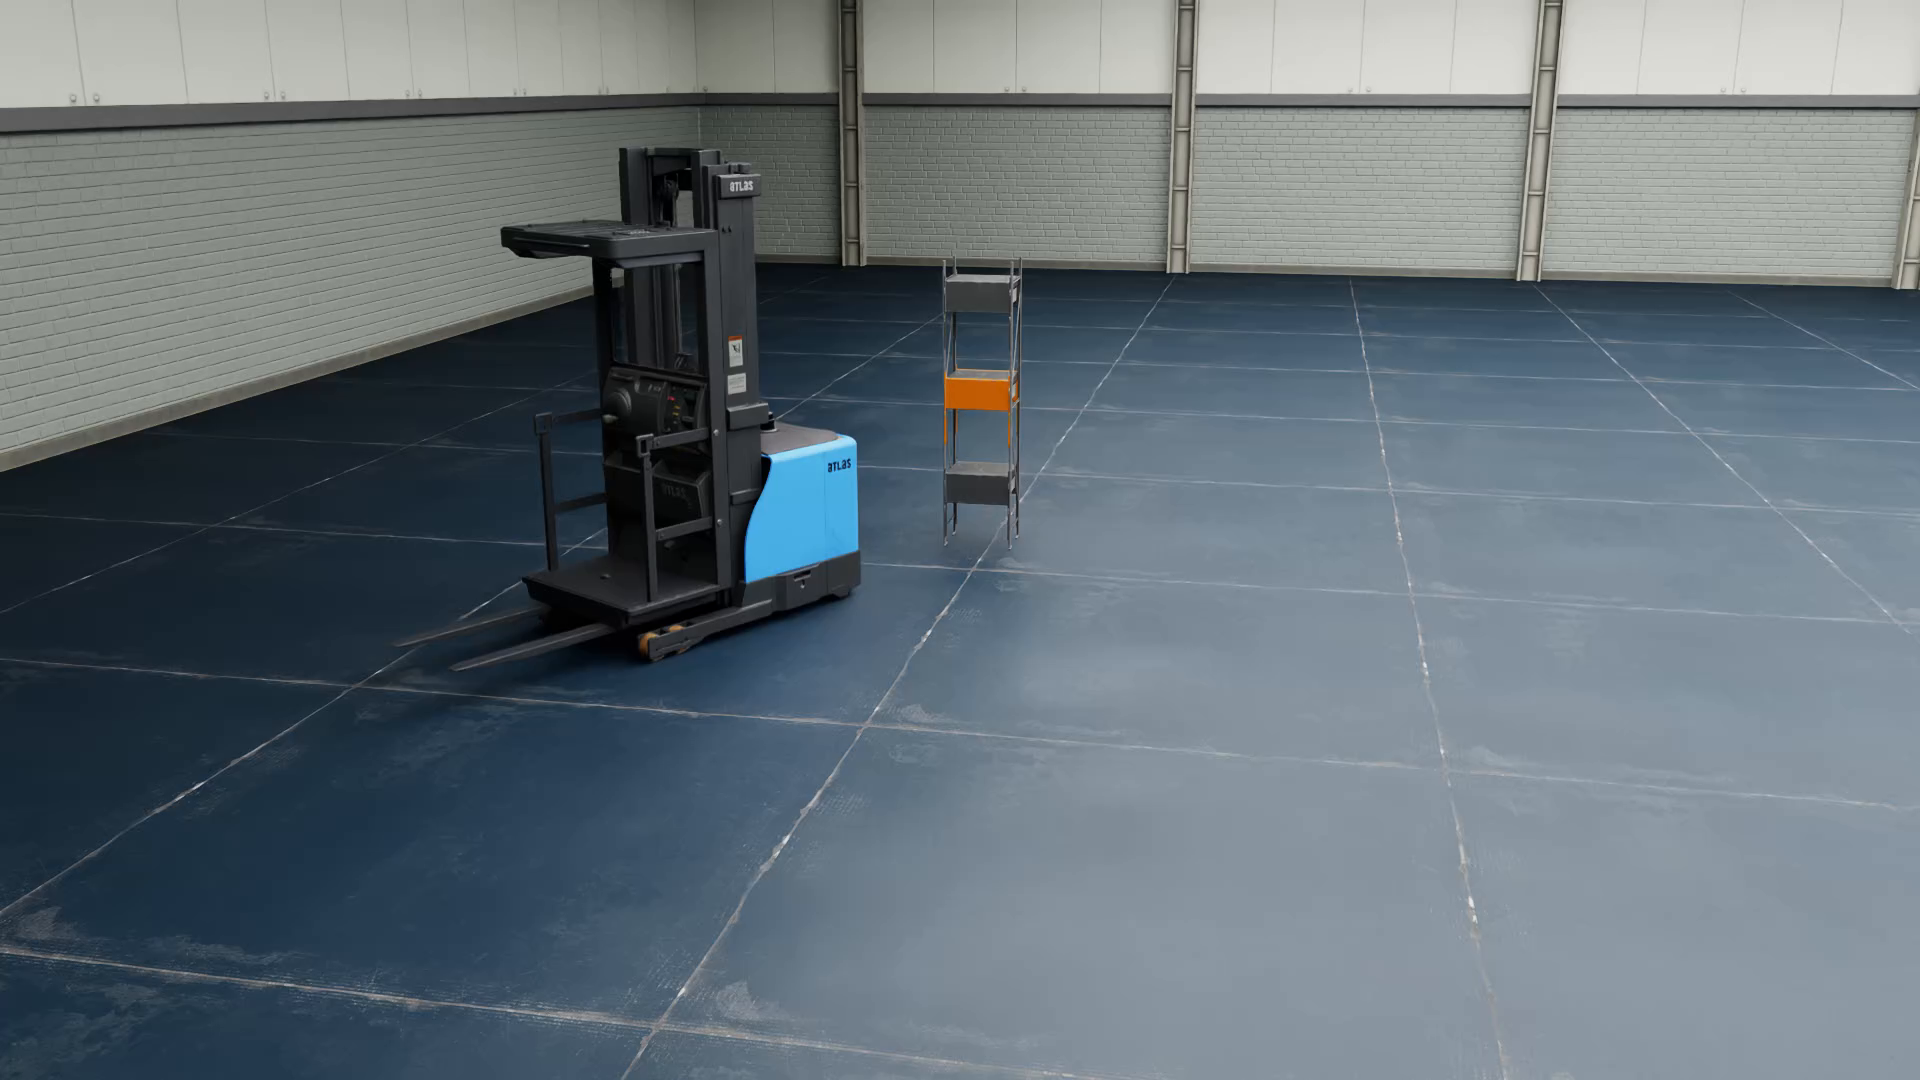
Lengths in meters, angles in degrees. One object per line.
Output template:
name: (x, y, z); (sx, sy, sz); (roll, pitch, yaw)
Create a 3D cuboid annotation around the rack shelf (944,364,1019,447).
rack shelf: (0.162, -0.990, 12.184); (0.480, 0.518, 0.431); (3, 16, 11)

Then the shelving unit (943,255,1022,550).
shelving unit: (0.162, -1.003, 12.180); (0.503, 2.100, 0.431); (3, 16, 11)

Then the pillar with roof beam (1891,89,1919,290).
pillar with roof beam: (14.815, -7.381, 22.280); (0.400, 9.000, 9.100); (3, 16, 11)

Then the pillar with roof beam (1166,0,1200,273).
pillar with roof beam: (3.056, -8.019, 24.585); (0.400, 9.000, 9.100); (3, 16, 11)

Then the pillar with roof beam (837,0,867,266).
pillar with roof beam: (-2.824, -8.338, 25.737); (0.400, 9.000, 9.100); (3, 16, 11)

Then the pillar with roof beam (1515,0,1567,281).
pillar with roof beam: (8.936, -7.700, 23.432); (0.400, 9.000, 9.100); (3, 16, 11)

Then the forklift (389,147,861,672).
forklift: (-2.015, -0.844, 10.050); (1.130, 2.935, 3.031); (13, 20, 39)

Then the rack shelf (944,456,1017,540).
rack shelf: (0.162, -0.315, 12.370); (0.480, 0.518, 0.431); (3, 16, 11)

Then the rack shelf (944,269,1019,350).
rack shelf: (0.162, -1.665, 11.997); (0.480, 0.518, 0.431); (3, 16, 11)

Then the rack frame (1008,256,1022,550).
rack frame: (0.401, -0.990, 12.133); (0.015, 2.100, 0.400); (3, 16, 11)

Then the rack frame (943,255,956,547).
rack frame: (-0.077, -1.016, 12.227); (0.015, 2.100, 0.400); (3, 16, 11)
